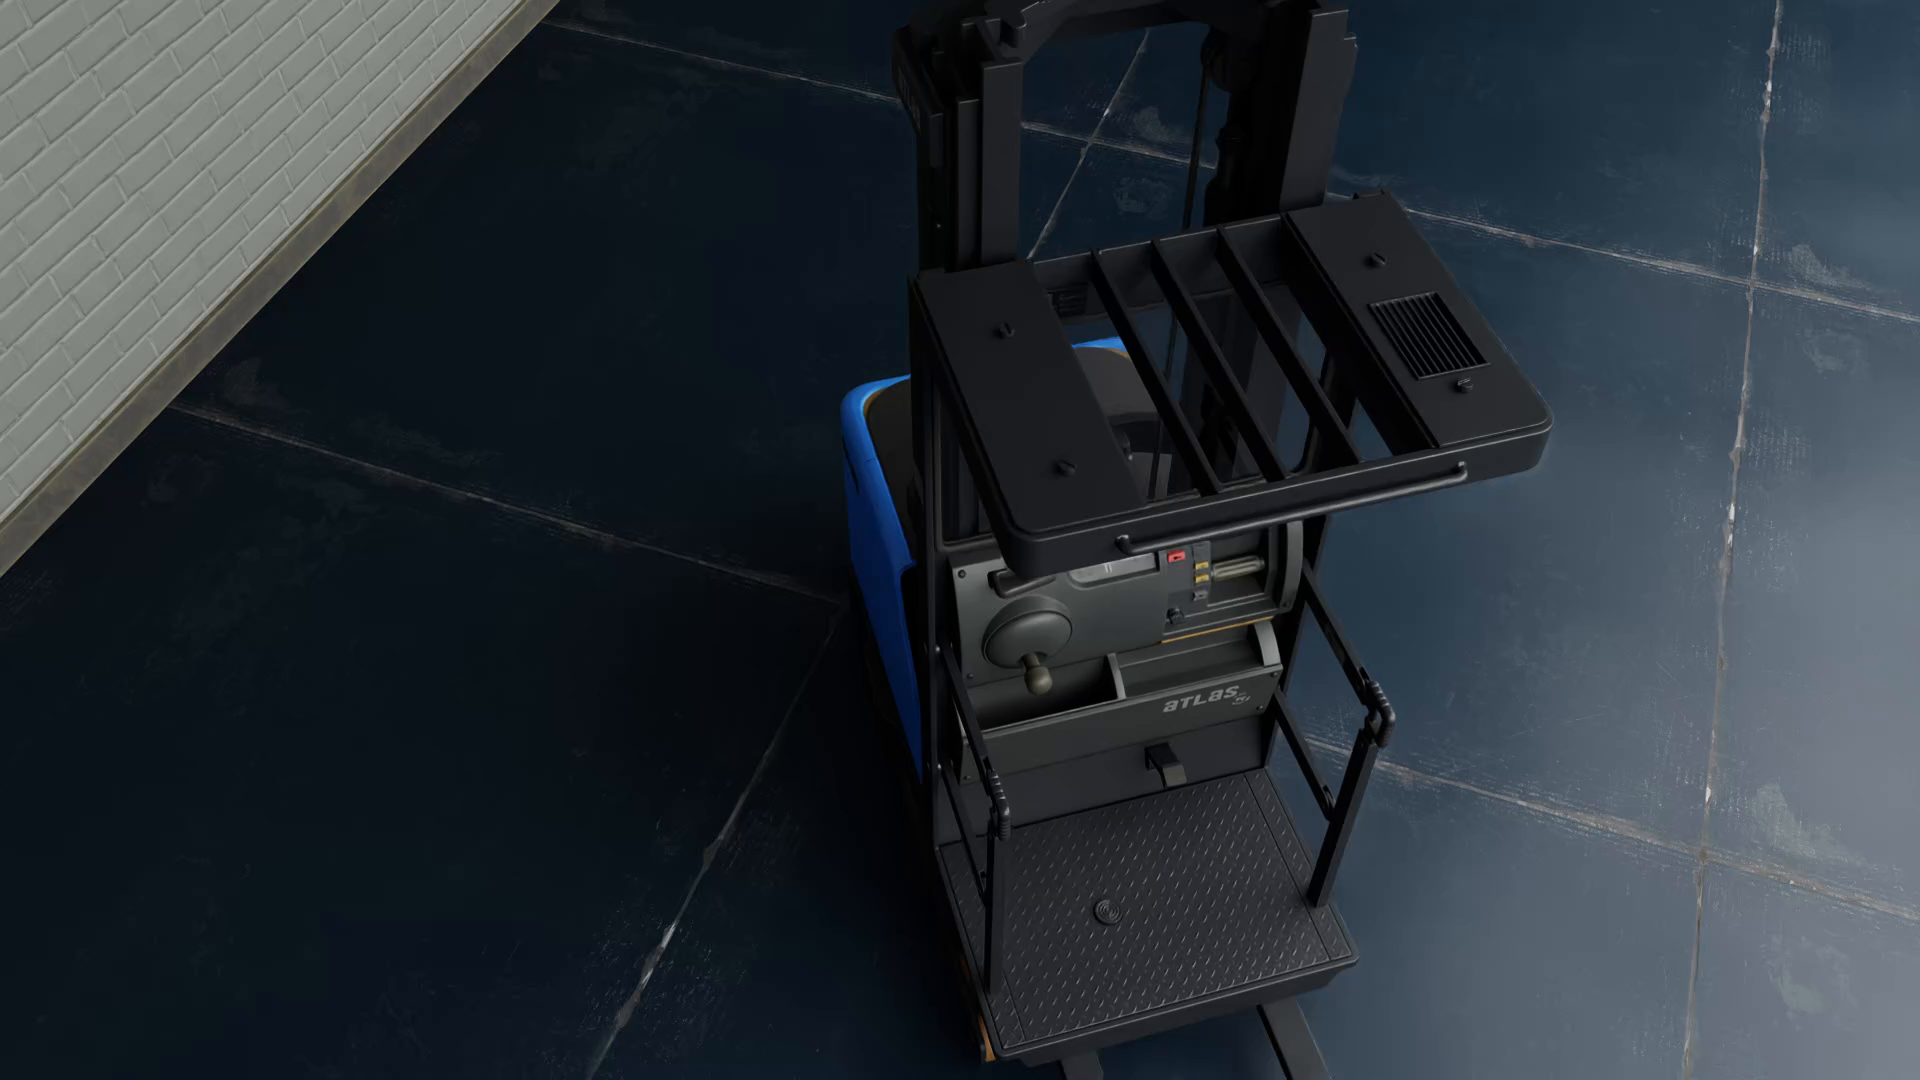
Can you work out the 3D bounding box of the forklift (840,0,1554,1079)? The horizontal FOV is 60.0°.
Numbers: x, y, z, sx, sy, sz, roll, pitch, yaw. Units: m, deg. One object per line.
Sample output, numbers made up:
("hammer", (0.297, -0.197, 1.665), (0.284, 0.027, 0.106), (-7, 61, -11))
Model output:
("forklift", (0.495, 0.234, 4.108), (1.130, 2.935, 3.031), (-12, 50, -10))
